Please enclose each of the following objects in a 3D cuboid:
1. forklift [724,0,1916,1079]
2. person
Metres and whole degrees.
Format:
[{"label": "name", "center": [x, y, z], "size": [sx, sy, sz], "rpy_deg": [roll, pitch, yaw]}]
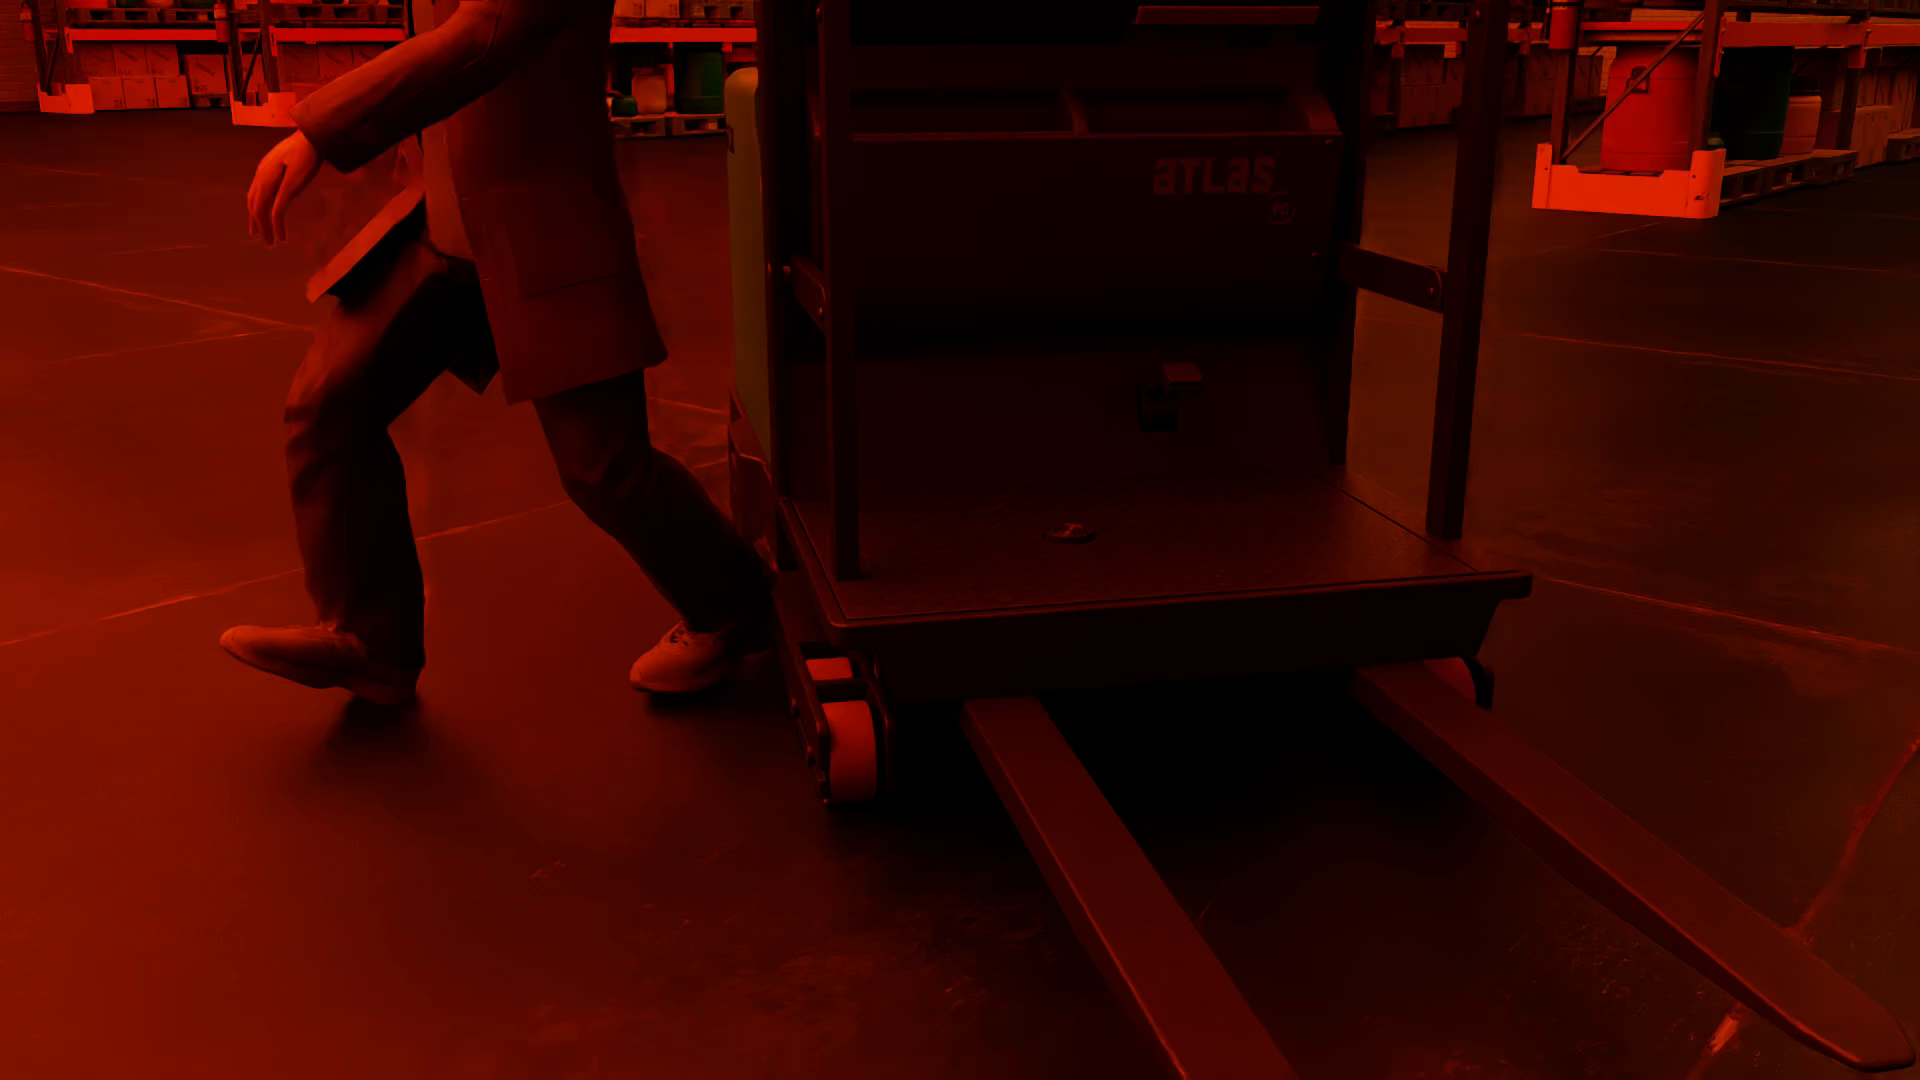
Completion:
[{"label": "forklift", "center": [0.250, -1.108, 2.548], "size": [1.130, 2.935, 3.031], "rpy_deg": [-4, 17, -12]}, {"label": "person", "center": [-0.804, -0.519, 2.803], "size": [0.741, 1.710, 0.913], "rpy_deg": [15, 22, 40]}]
